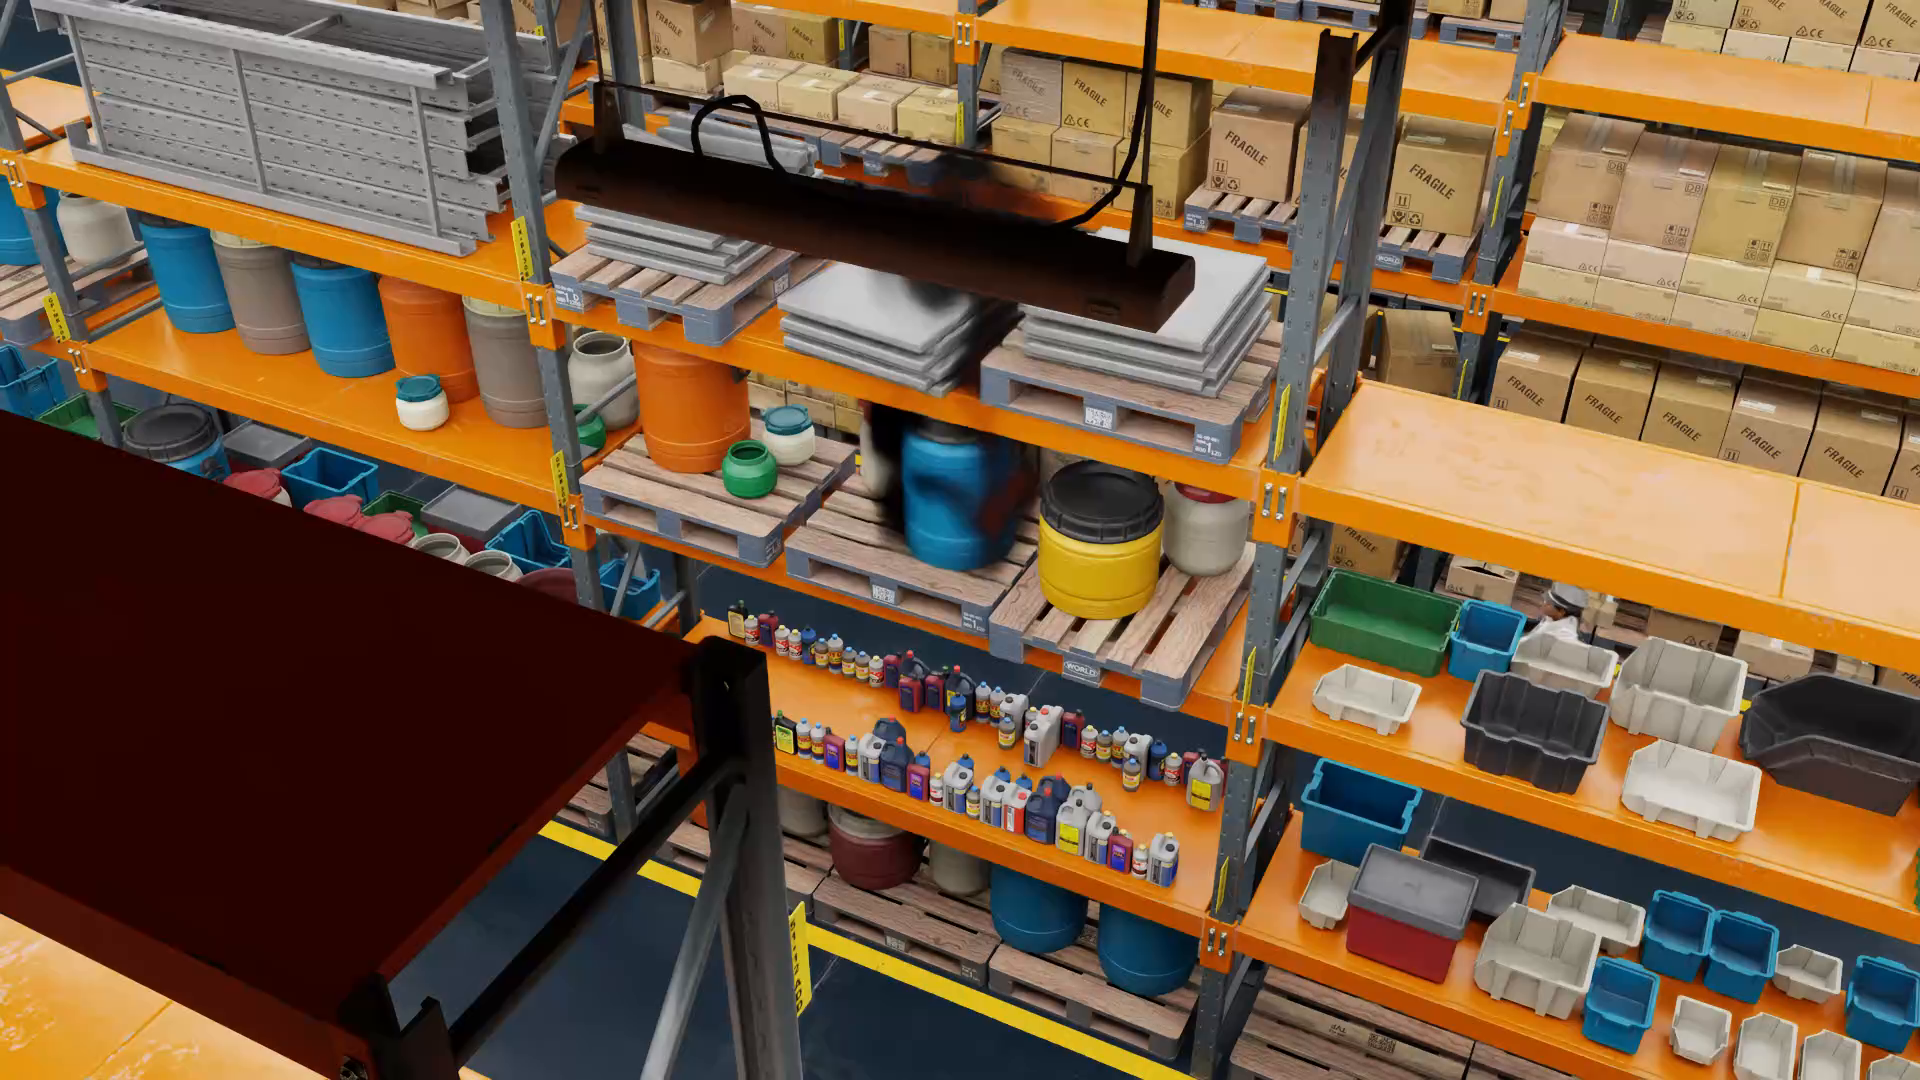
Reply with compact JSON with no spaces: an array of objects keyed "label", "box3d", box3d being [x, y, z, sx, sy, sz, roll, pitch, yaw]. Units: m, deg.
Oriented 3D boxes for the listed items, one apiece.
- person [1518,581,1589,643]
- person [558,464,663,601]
[{"label":"person","box3d":[3.878,0.933,10.836,0.850,1.558,0.570,16,38,21]},{"label":"person","box3d":[-2.650,-0.096,12.497,0.671,1.778,0.471,-18,39,-24]}]
